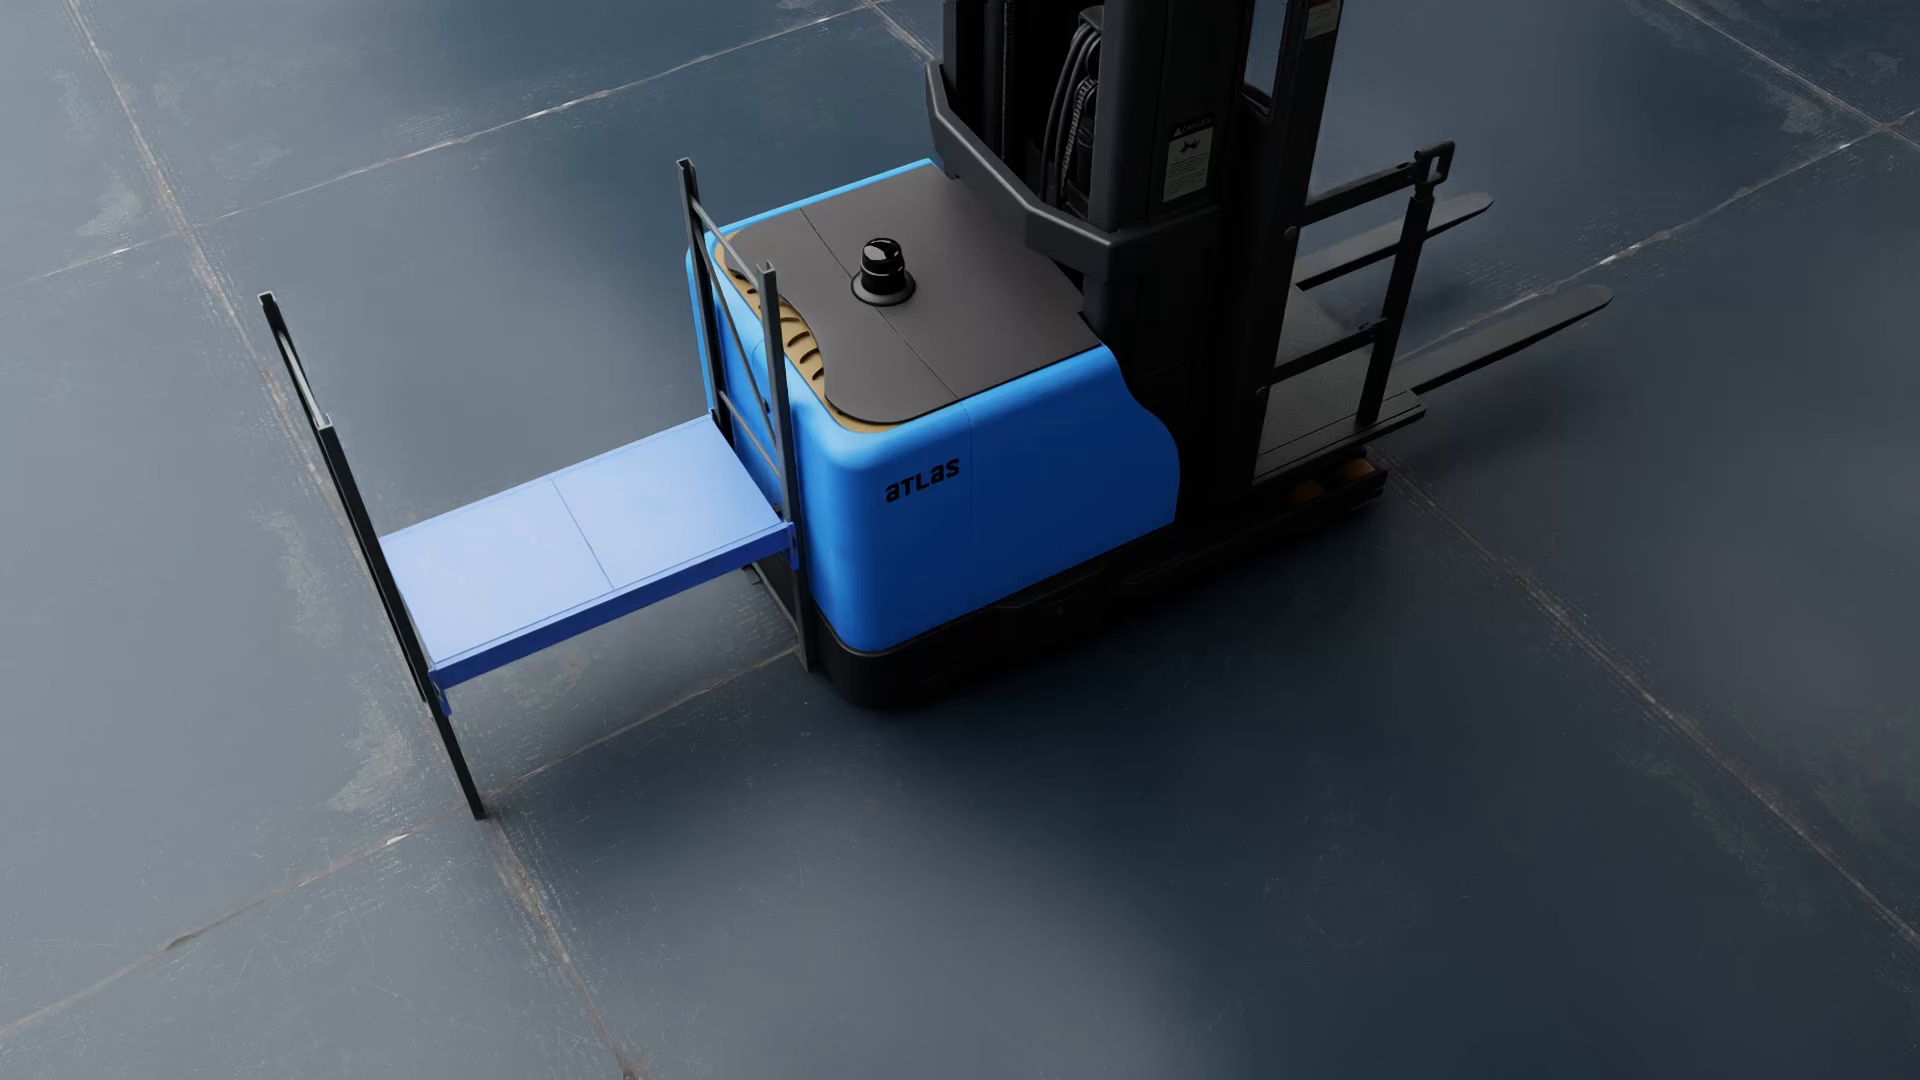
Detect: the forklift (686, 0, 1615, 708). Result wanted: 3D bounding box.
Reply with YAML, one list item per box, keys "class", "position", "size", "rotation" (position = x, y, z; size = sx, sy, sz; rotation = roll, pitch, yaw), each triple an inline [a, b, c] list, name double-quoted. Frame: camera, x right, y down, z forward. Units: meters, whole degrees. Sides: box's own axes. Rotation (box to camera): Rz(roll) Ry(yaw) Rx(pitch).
- class: "forklift"
  position: [0.768, -1.321, 4.464]
  size: [3.031, 2.935, 1.130]
  rotation: [-23, 52, -19]

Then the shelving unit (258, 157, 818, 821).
- class: "shelving unit"
  position: [-0.999, -0.084, 4.321]
  size: [1.048, 1.500, 0.538]
  rotation: [-23, 52, -19]

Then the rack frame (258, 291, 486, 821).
- class: "rack frame"
  position: [-1.440, 0.105, 4.153]
  size: [0.032, 1.500, 0.500]
  rotation: [-23, 52, -19]

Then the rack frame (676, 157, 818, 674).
- class: "rack frame"
  position: [-0.558, -0.273, 4.489]
  size: [0.032, 1.500, 0.500]
  rotation: [-23, 52, -19]

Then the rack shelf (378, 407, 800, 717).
- class: "rack shelf"
  position: [-0.999, 0.036, 4.455]
  size: [1.000, 0.185, 0.538]
  rotation: [-23, 52, -19]
